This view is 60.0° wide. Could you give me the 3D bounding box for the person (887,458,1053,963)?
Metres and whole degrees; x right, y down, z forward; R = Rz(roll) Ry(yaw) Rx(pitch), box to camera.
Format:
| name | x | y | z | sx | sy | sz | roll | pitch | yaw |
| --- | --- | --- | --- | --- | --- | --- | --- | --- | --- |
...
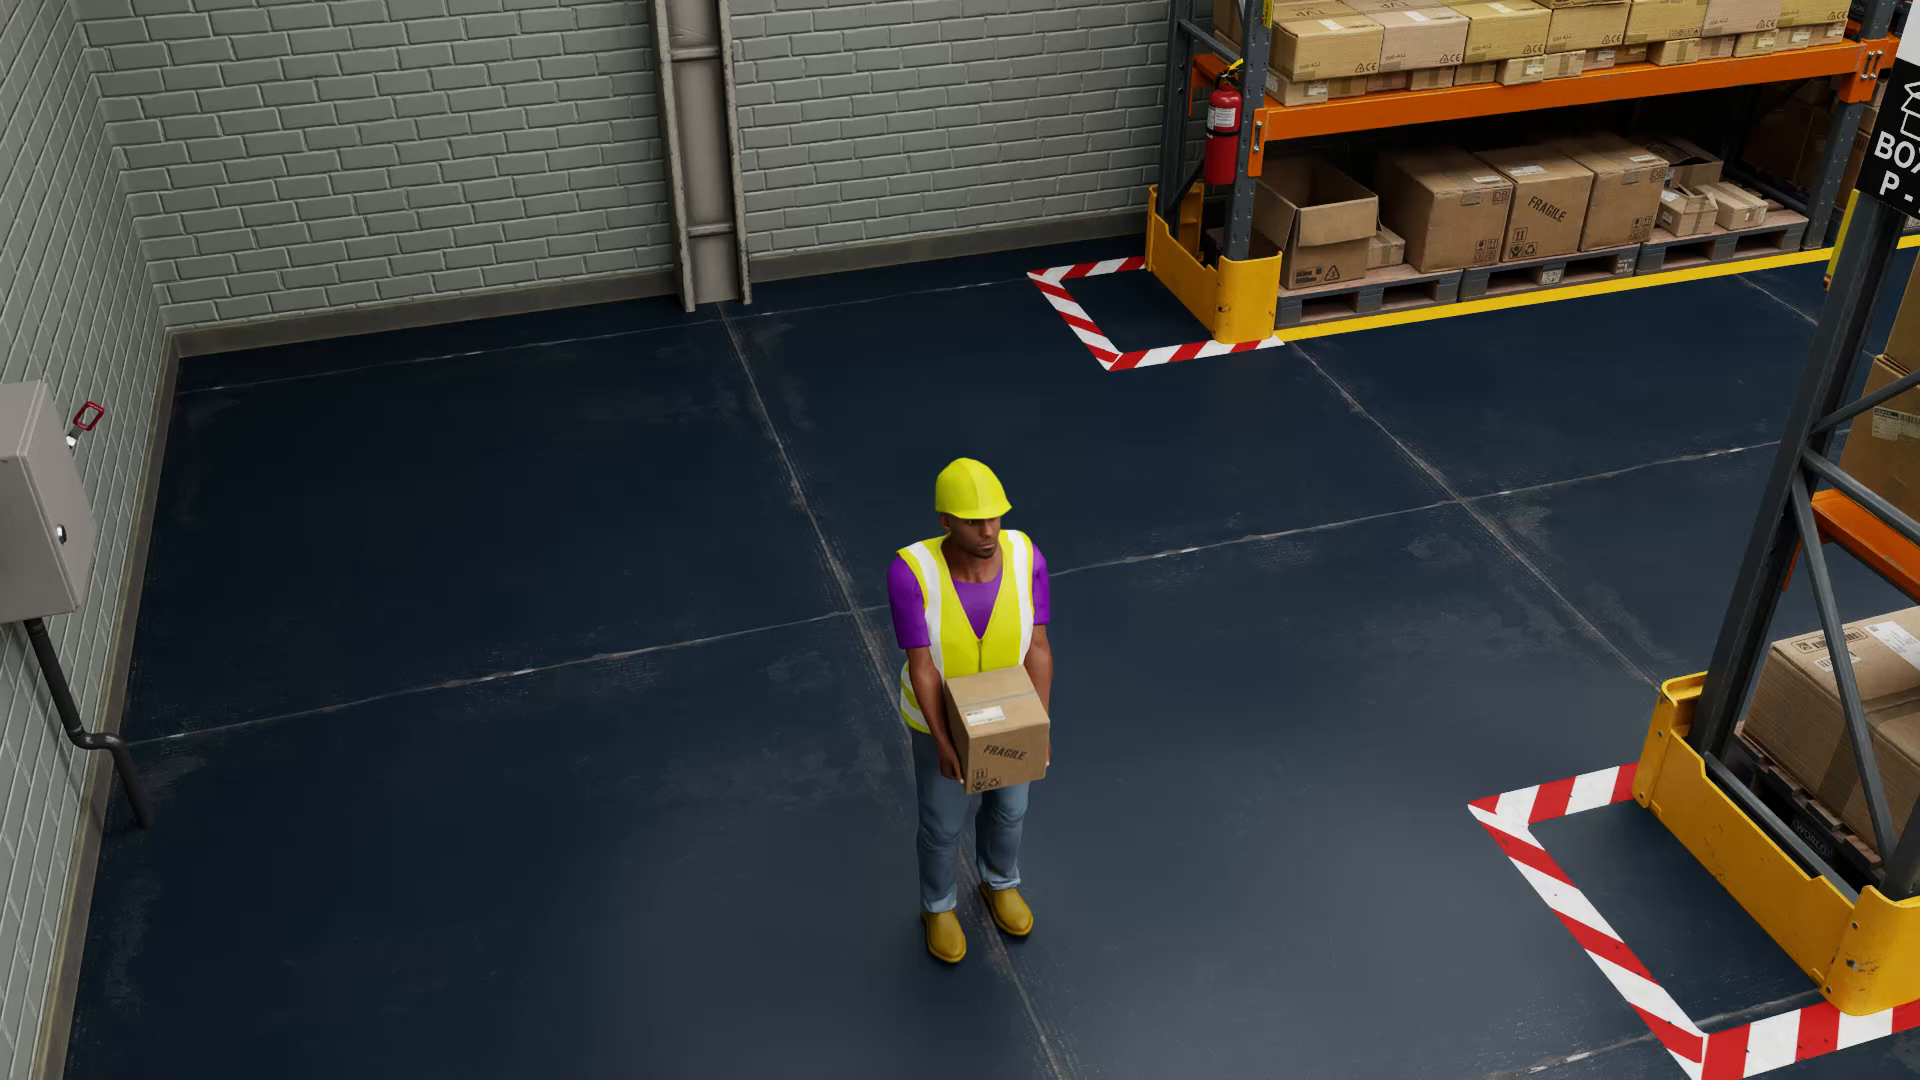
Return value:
| name | x | y | z | sx | sy | sz | roll | pitch | yaw |
| --- | --- | --- | --- | --- | --- | --- | --- | --- | --- |
| person | 0.066 | 0.594 | 5.235 | 0.503 | 1.760 | 0.577 | -10 | 35 | -14 |
